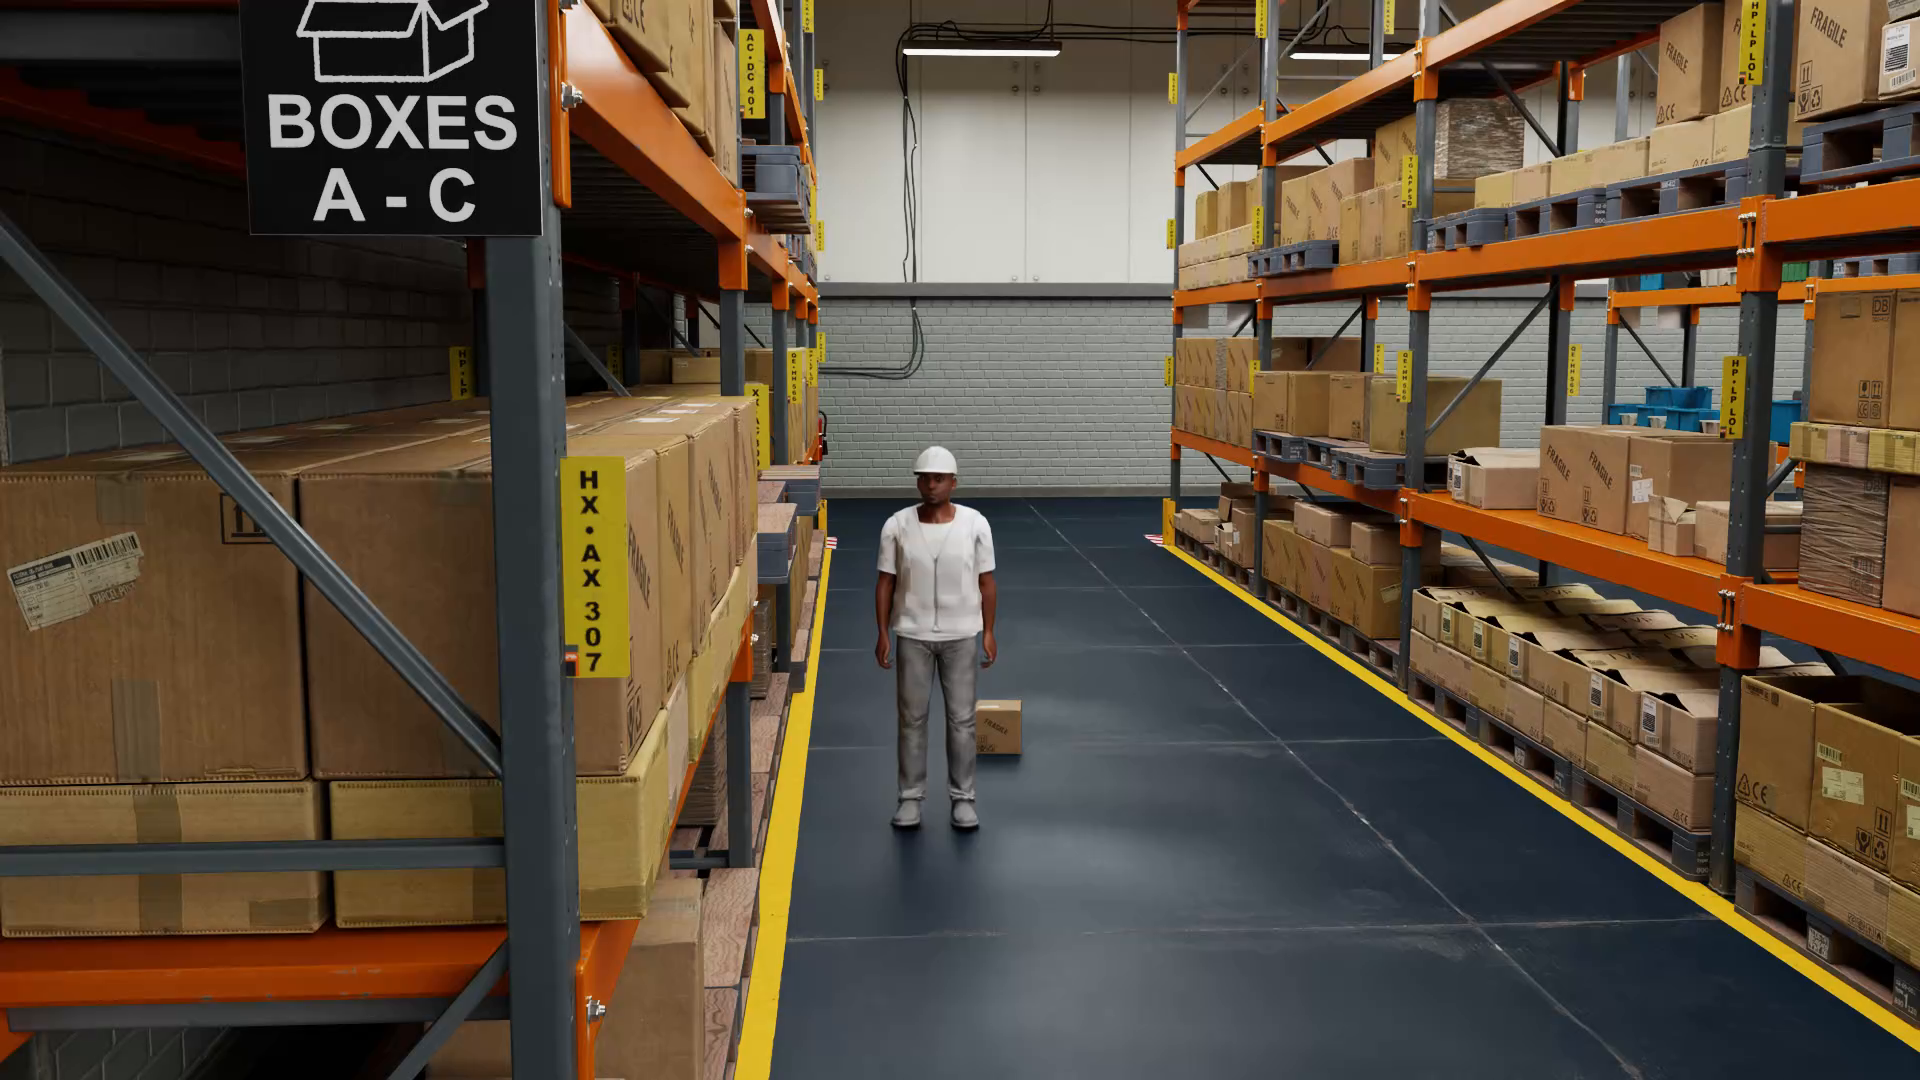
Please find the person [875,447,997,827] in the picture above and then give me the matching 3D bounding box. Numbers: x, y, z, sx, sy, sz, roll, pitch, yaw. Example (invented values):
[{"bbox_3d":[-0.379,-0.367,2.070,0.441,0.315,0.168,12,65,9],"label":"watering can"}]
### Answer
[{"bbox_3d":[-0.113,0.448,7.797,0.571,1.770,0.389,0,7,0],"label":"person"}]
